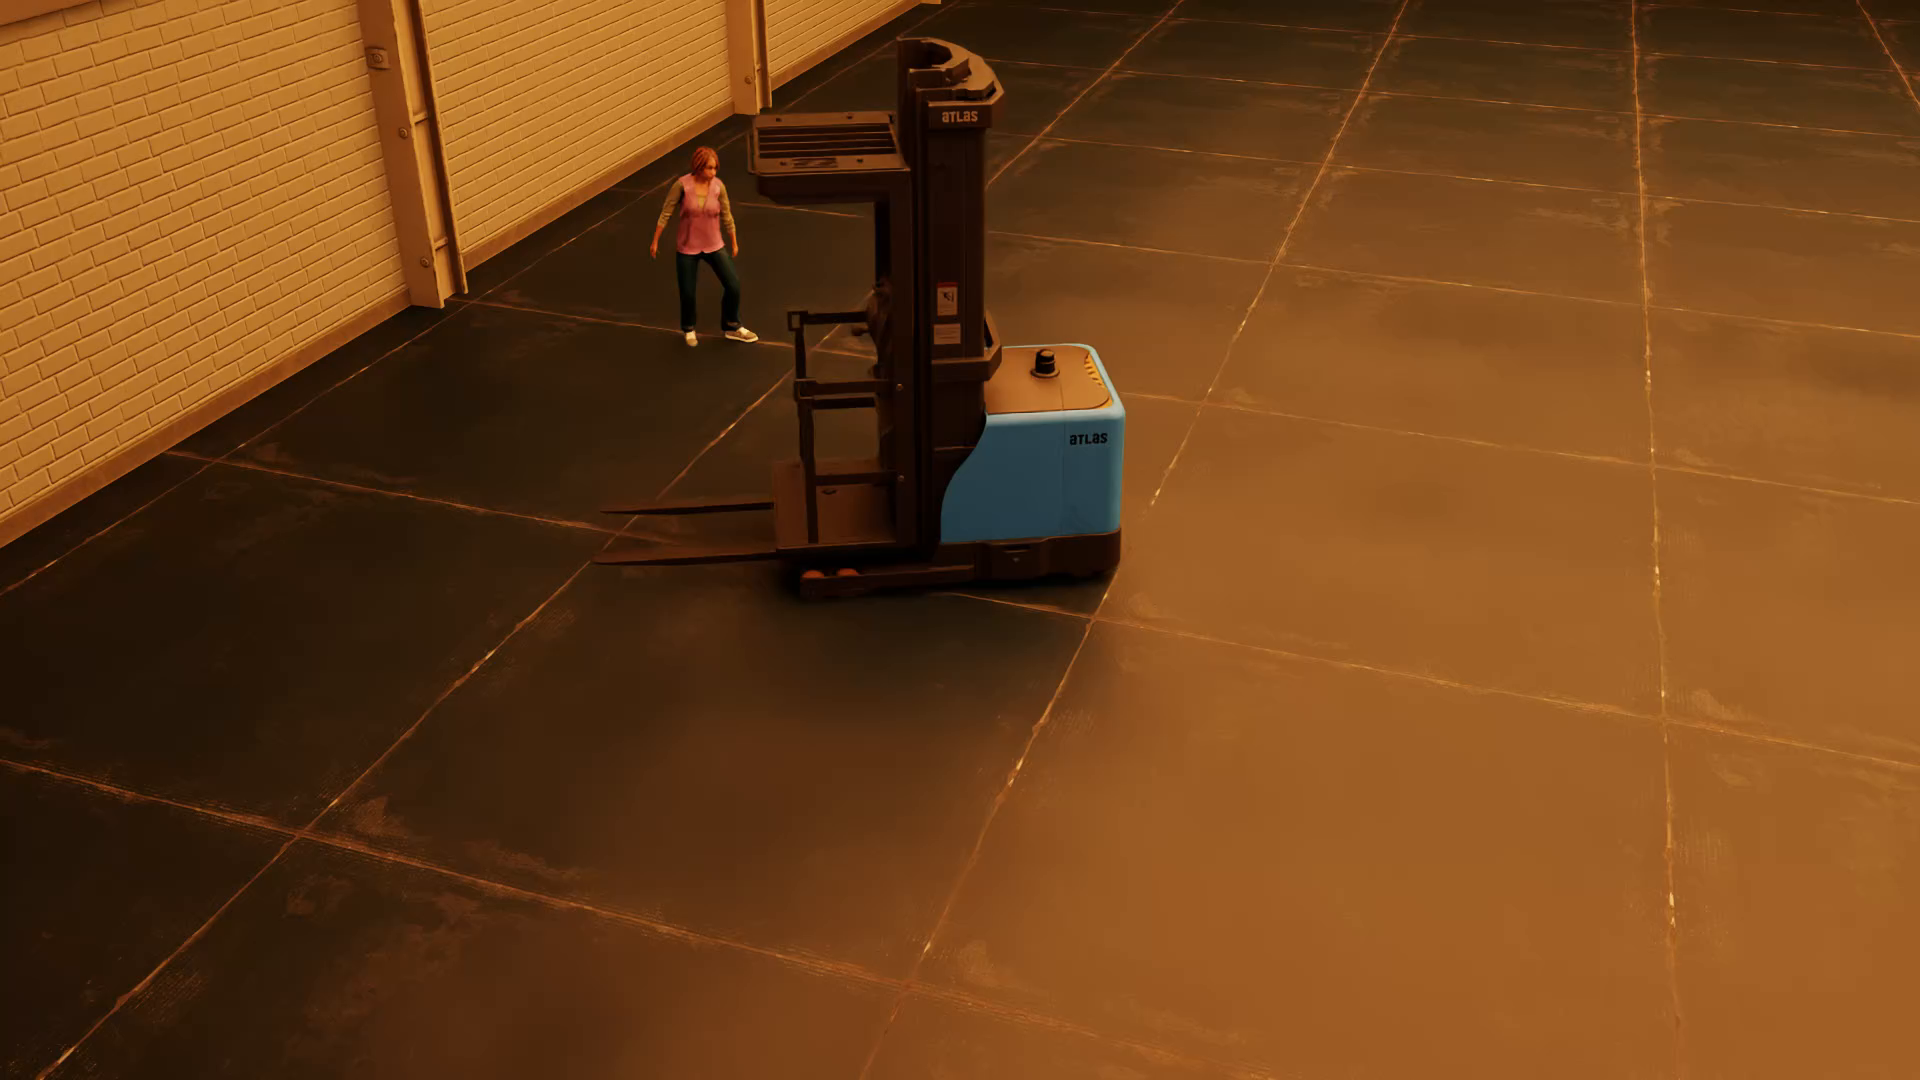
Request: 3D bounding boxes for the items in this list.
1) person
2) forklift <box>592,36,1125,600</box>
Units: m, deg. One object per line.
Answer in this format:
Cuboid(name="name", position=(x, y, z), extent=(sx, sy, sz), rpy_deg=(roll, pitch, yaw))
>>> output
Cuboid(name="person", position=(-1.931, -2.174, 12.388), extent=(0.744, 1.569, 0.414), rpy_deg=(-7, 31, -13))
Cuboid(name="forklift", position=(-0.623, -1.208, 9.256), extent=(3.031, 2.935, 1.130), rpy_deg=(-4, 30, -6))
